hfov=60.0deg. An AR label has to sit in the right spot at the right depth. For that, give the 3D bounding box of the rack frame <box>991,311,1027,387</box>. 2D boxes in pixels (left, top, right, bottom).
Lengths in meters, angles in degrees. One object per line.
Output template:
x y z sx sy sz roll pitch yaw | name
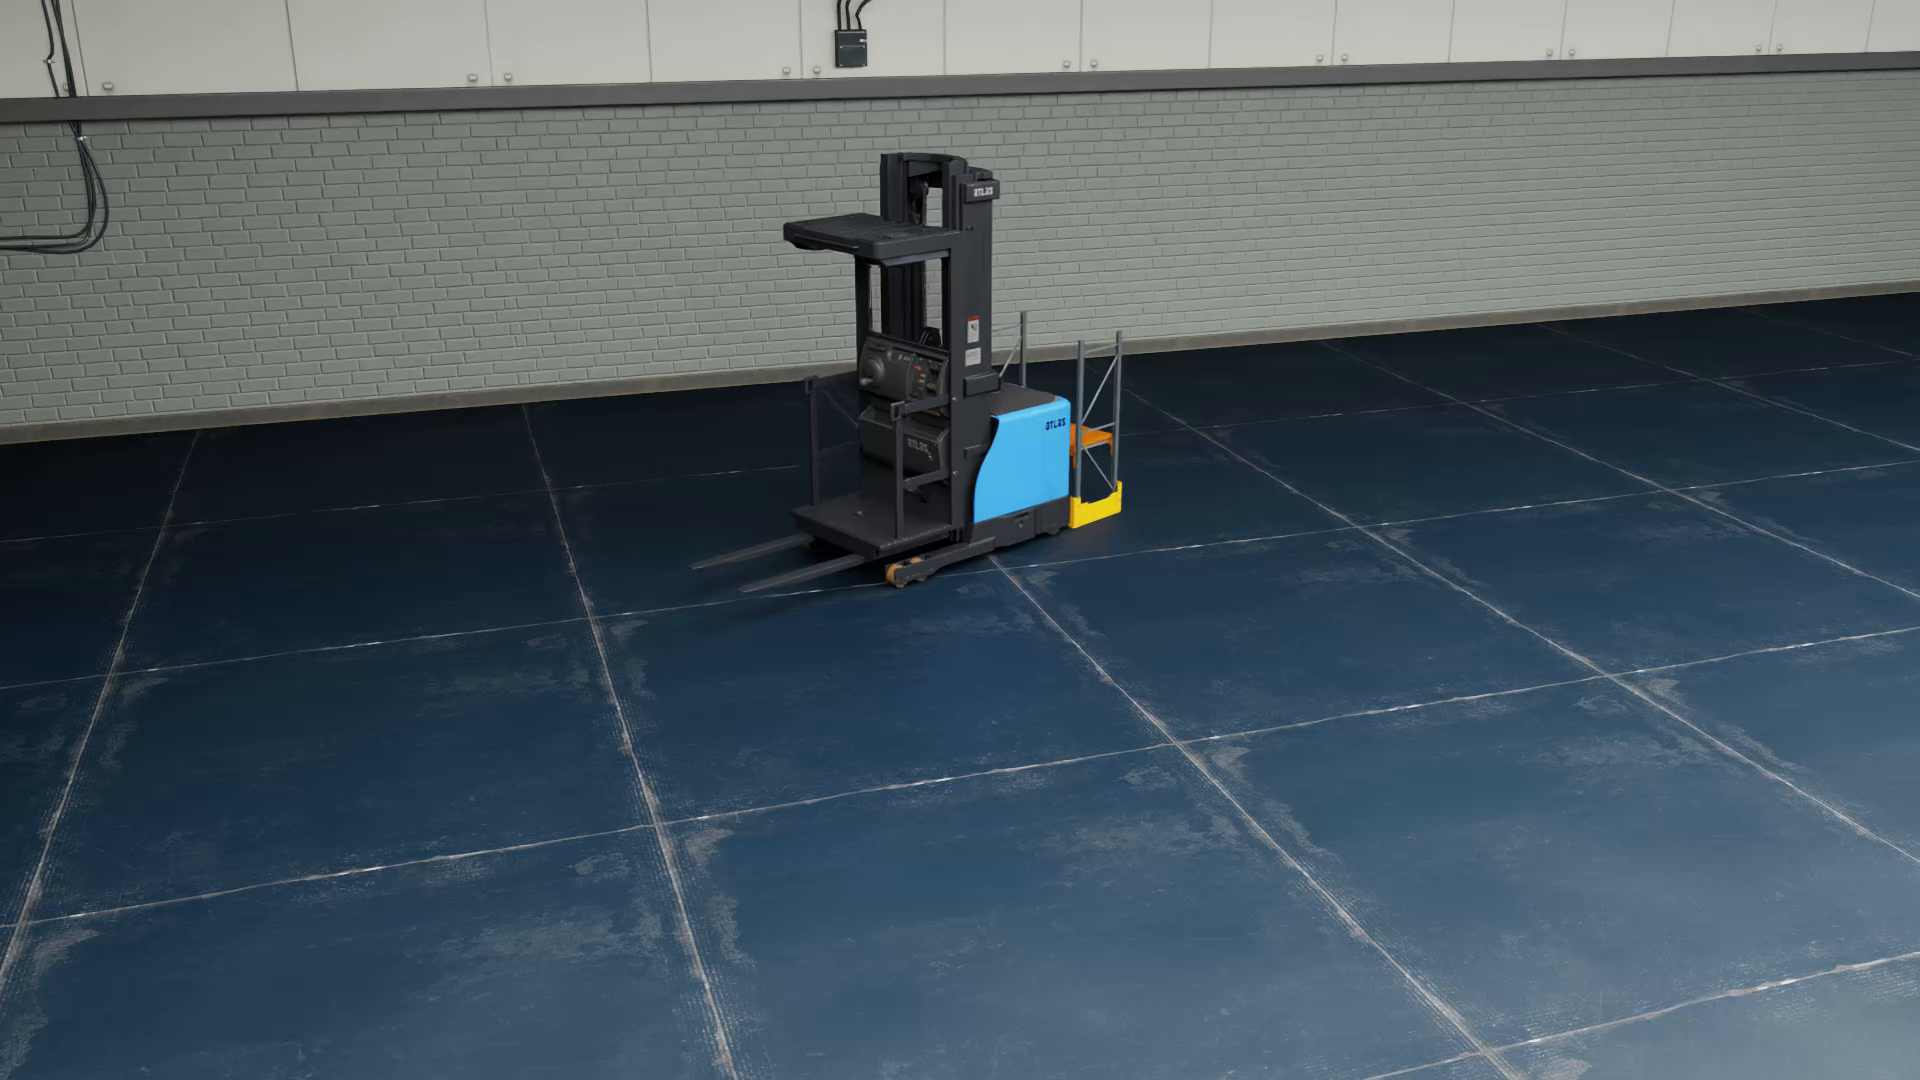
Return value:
0.363 -1.120 13.813 0.032 1.500 0.500 18 27 41 | rack frame

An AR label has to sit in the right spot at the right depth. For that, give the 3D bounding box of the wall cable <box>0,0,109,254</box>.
-9.152 -3.616 14.265 3.097 2.526 0.112 -6 21 -17 | wall cable

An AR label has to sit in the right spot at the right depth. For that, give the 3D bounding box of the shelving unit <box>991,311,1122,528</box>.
0.732 -0.997 13.472 1.083 1.500 0.587 18 27 41 | shelving unit

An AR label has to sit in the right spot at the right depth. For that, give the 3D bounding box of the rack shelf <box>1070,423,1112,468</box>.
0.725 -0.830 13.538 1.000 0.185 0.538 18 27 41 | rack shelf

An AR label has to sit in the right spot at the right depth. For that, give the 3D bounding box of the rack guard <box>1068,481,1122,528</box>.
1.085 -0.290 13.353 0.087 0.250 0.587 18 27 41 | rack guard

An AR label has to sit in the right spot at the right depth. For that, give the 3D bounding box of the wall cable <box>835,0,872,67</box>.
-0.134 -7.681 15.959 2.305 6.003 0.169 -6 21 -17 | wall cable

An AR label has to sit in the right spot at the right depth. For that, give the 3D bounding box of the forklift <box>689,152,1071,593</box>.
-0.568 -1.238 12.029 3.031 2.935 1.130 -17 26 -39 | forklift

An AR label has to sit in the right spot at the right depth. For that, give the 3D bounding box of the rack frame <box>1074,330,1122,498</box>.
1.088 -0.879 13.142 0.032 1.500 0.500 18 27 41 | rack frame
